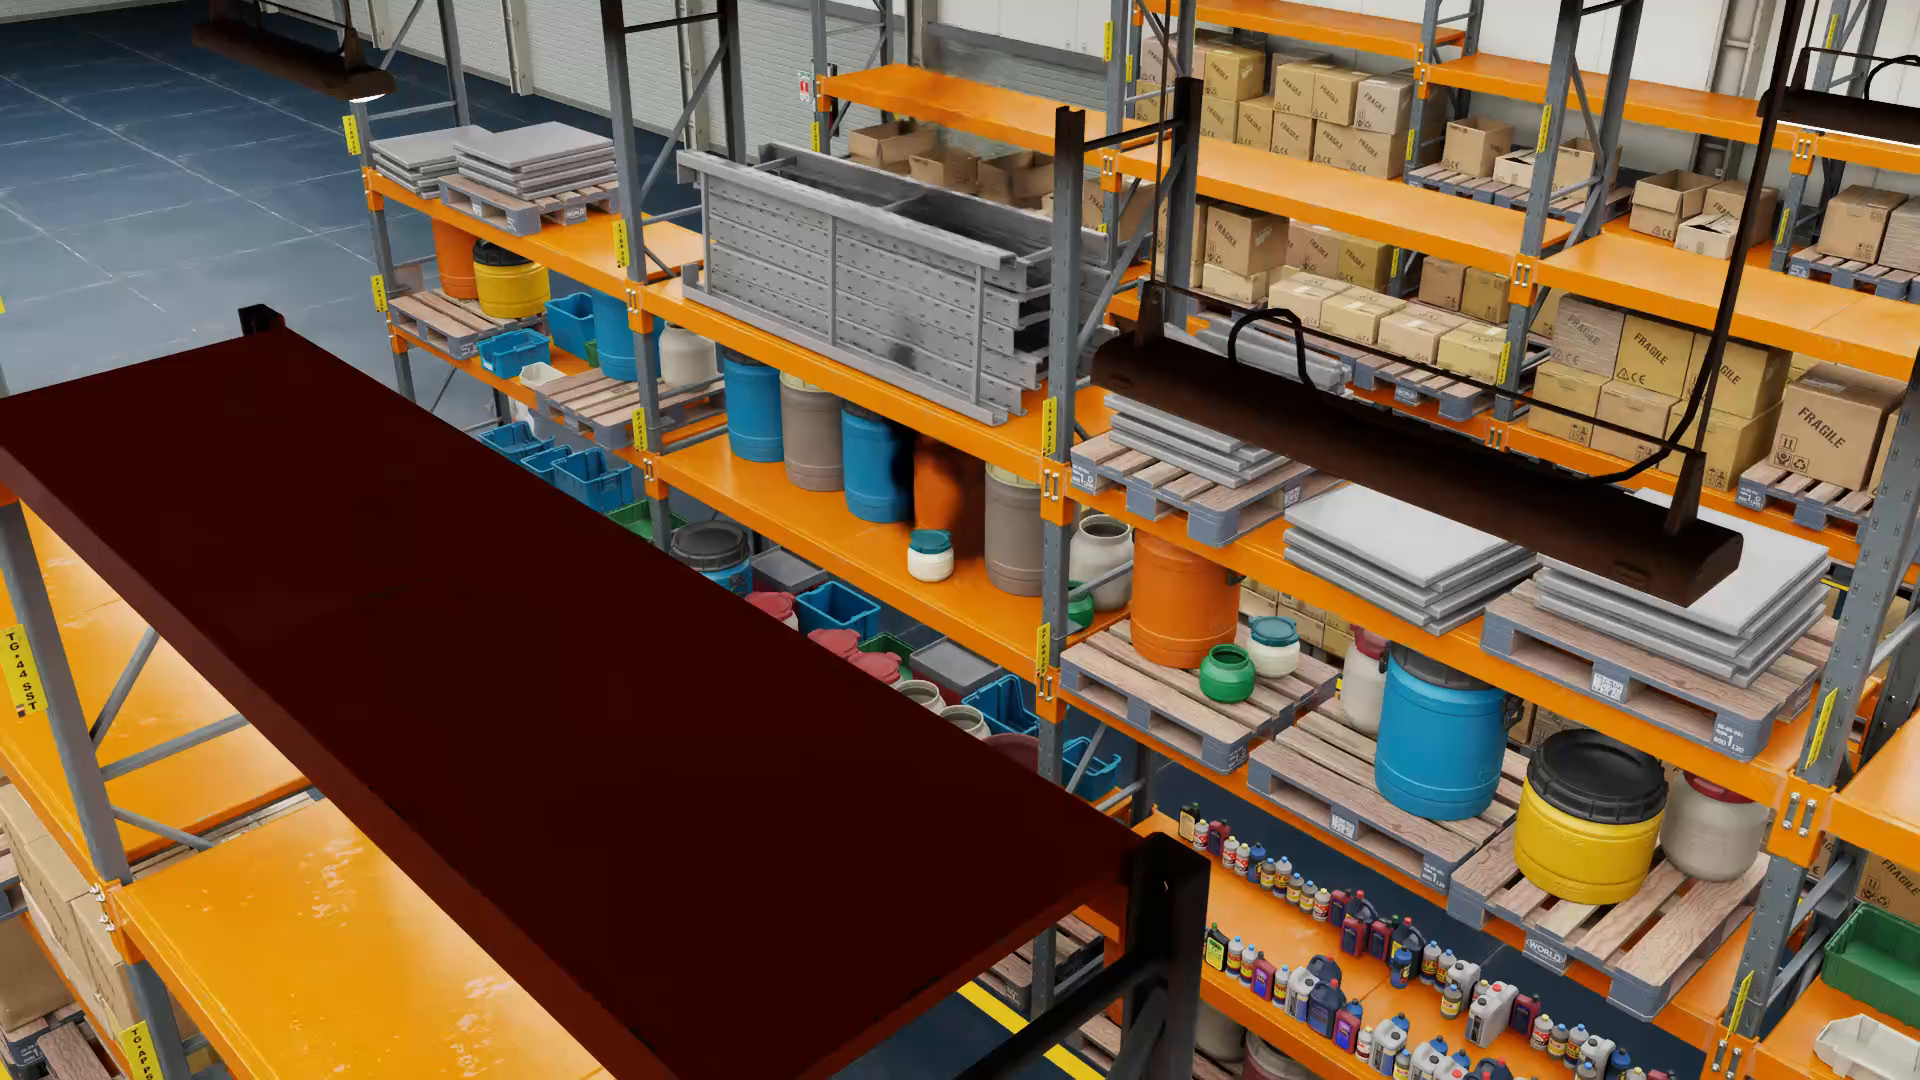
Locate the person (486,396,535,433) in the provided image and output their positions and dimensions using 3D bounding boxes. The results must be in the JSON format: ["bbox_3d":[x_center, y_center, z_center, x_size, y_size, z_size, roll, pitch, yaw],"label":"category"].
[{"bbox_3d":[-4.605,-1.081,17.045,0.616,1.728,0.675,5,29,10],"label":"person"}]
